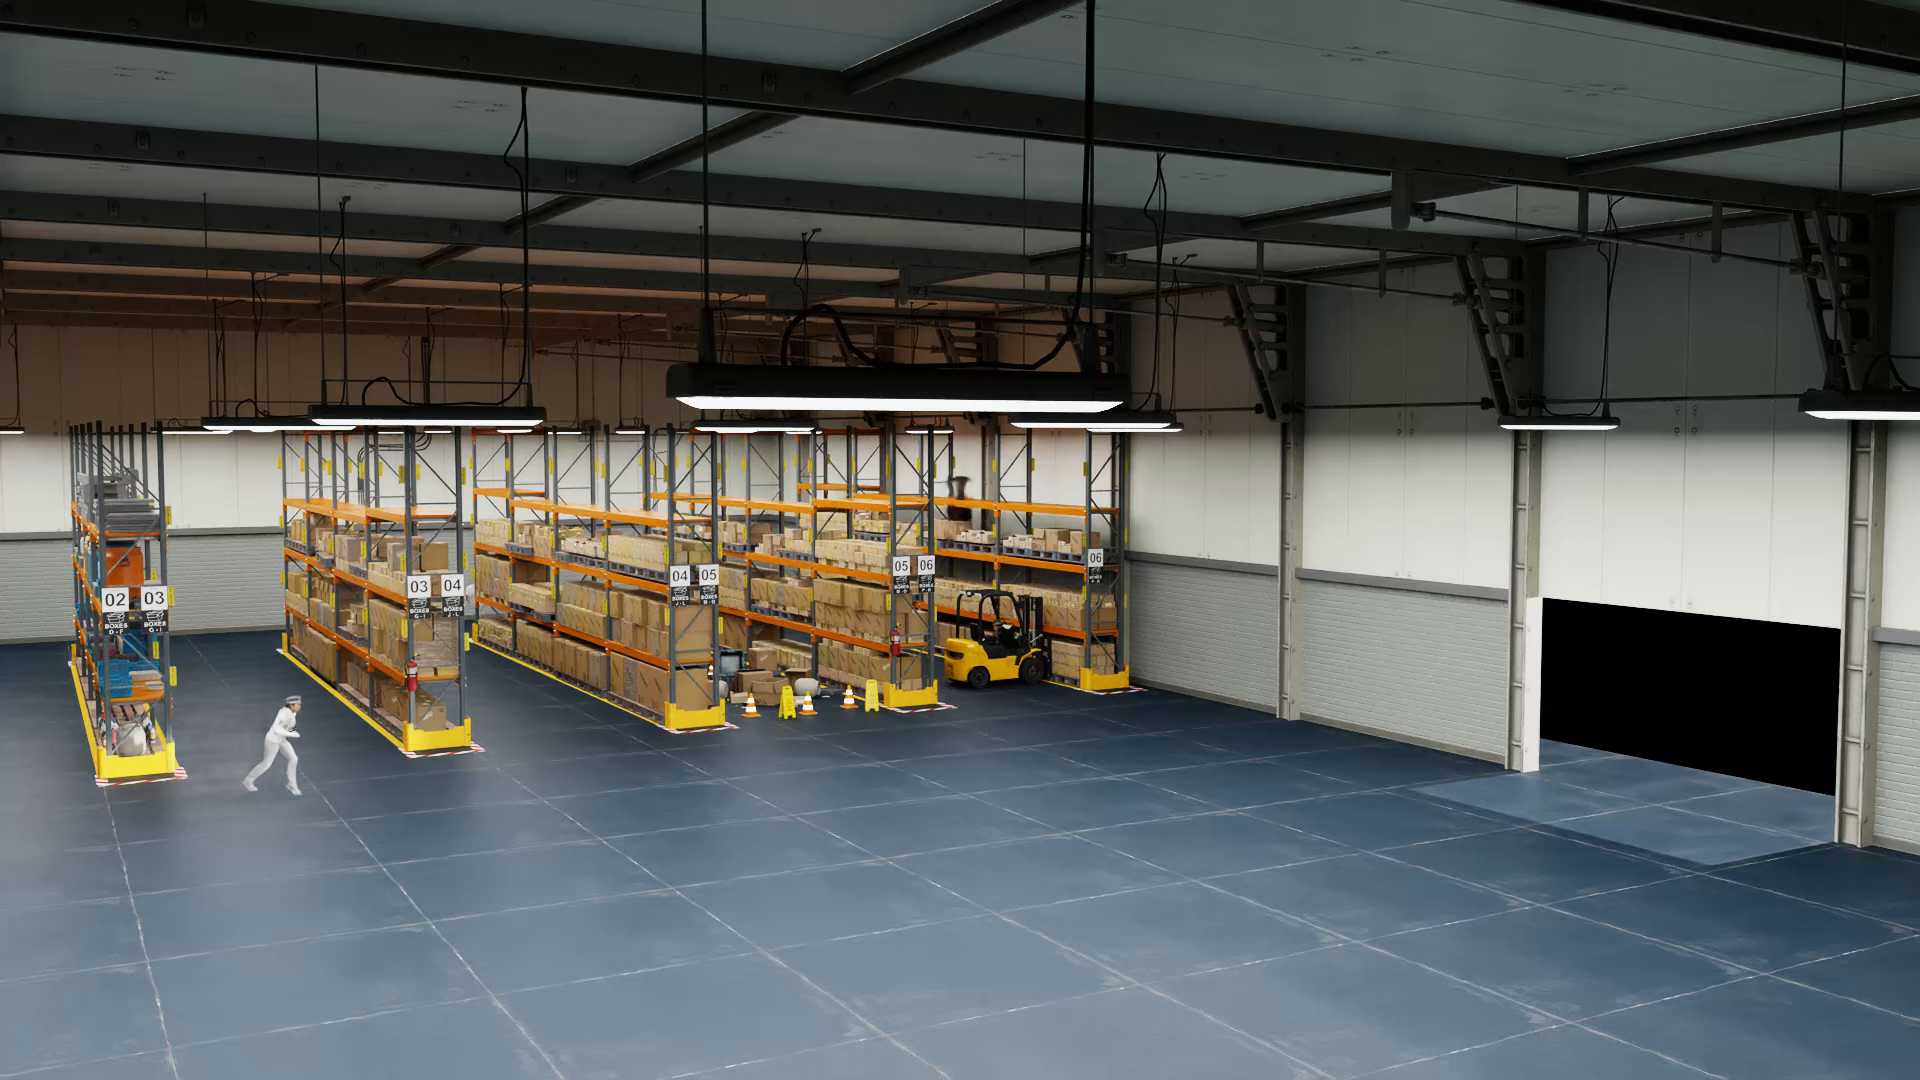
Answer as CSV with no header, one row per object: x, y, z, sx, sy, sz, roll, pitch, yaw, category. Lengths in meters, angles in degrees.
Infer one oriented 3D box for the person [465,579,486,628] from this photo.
-14.027,1.883,48.408,0.703,1.713,0.757,1,4,10,person

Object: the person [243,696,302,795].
-11.021,3.308,26.672,0.965,1.620,0.658,0,4,-3,person

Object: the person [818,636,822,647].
-3.708,2.341,43.339,0.525,1.447,0.988,-1,4,-18,person
